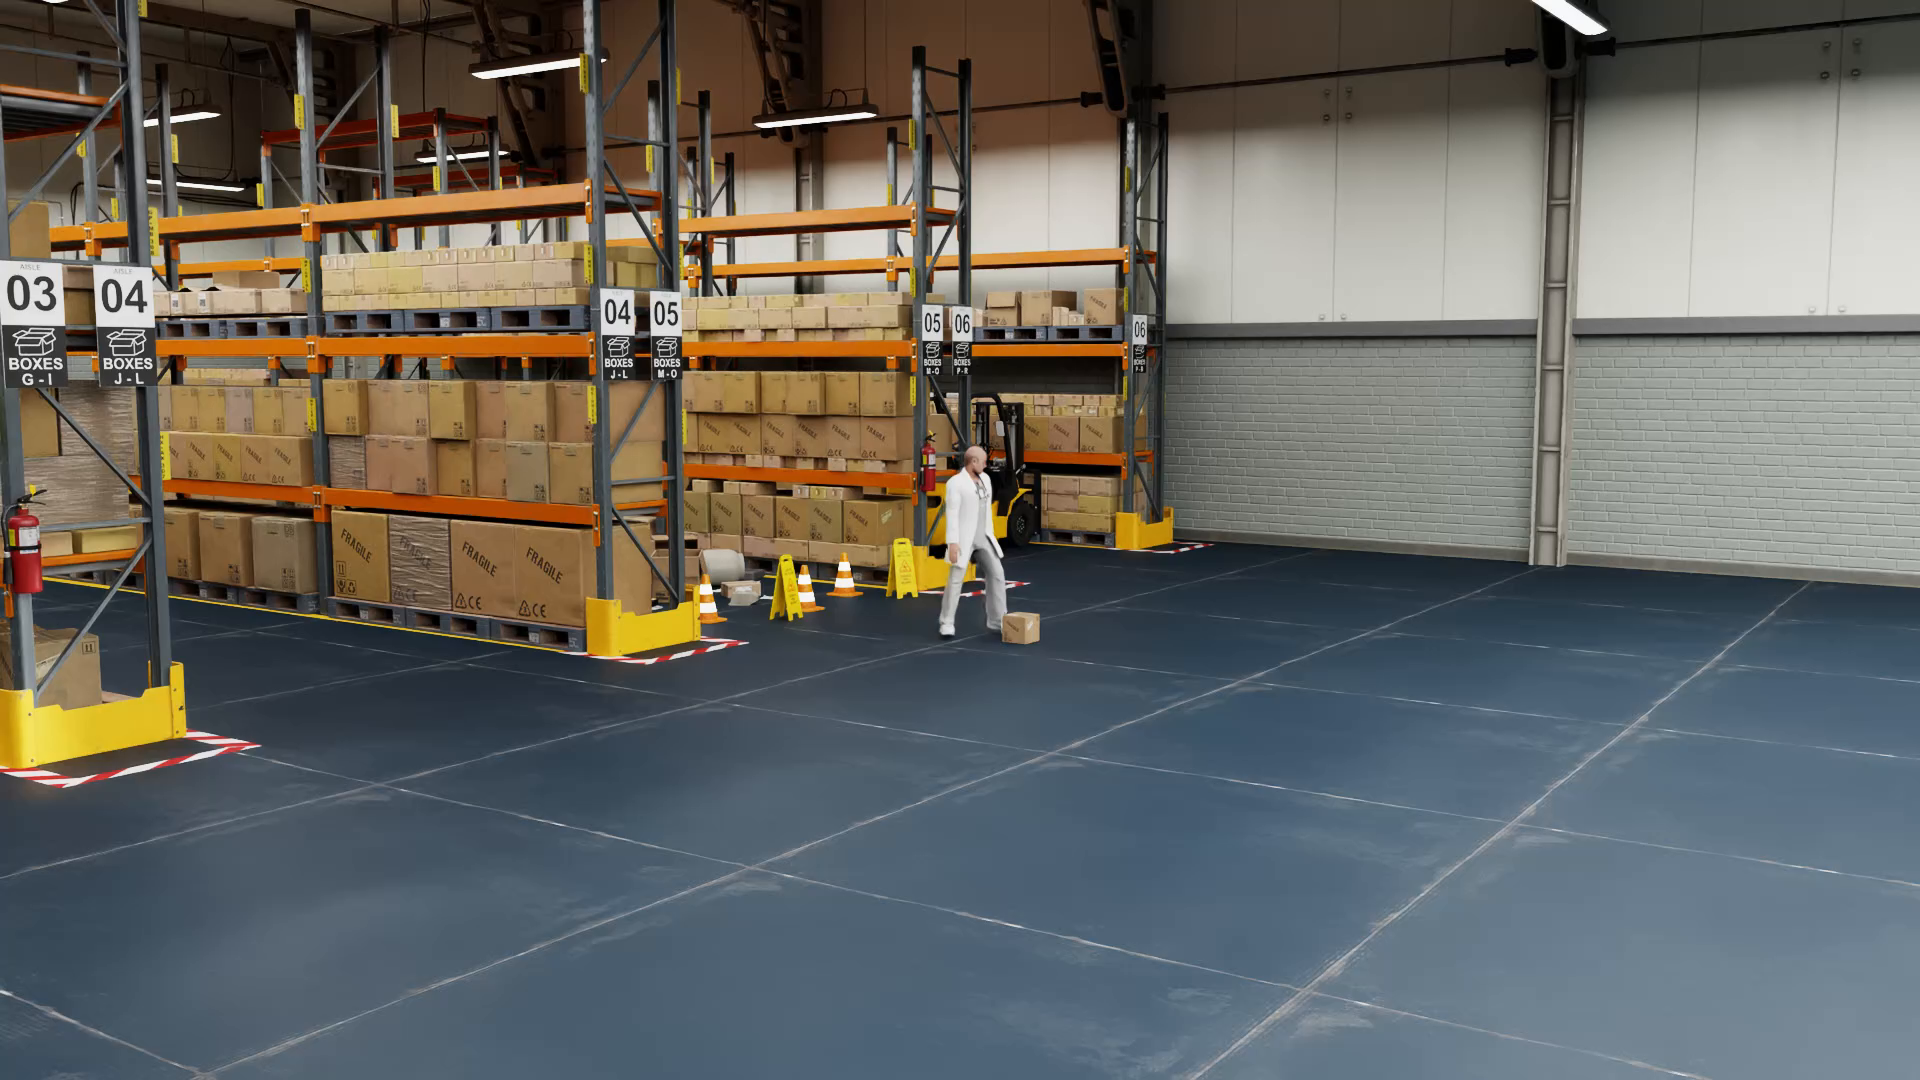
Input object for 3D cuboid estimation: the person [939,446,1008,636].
[{"bbox_3d":[0.141,0.019,15.550,0.773,1.798,0.531,-5,8,-38],"label":"person"}]
